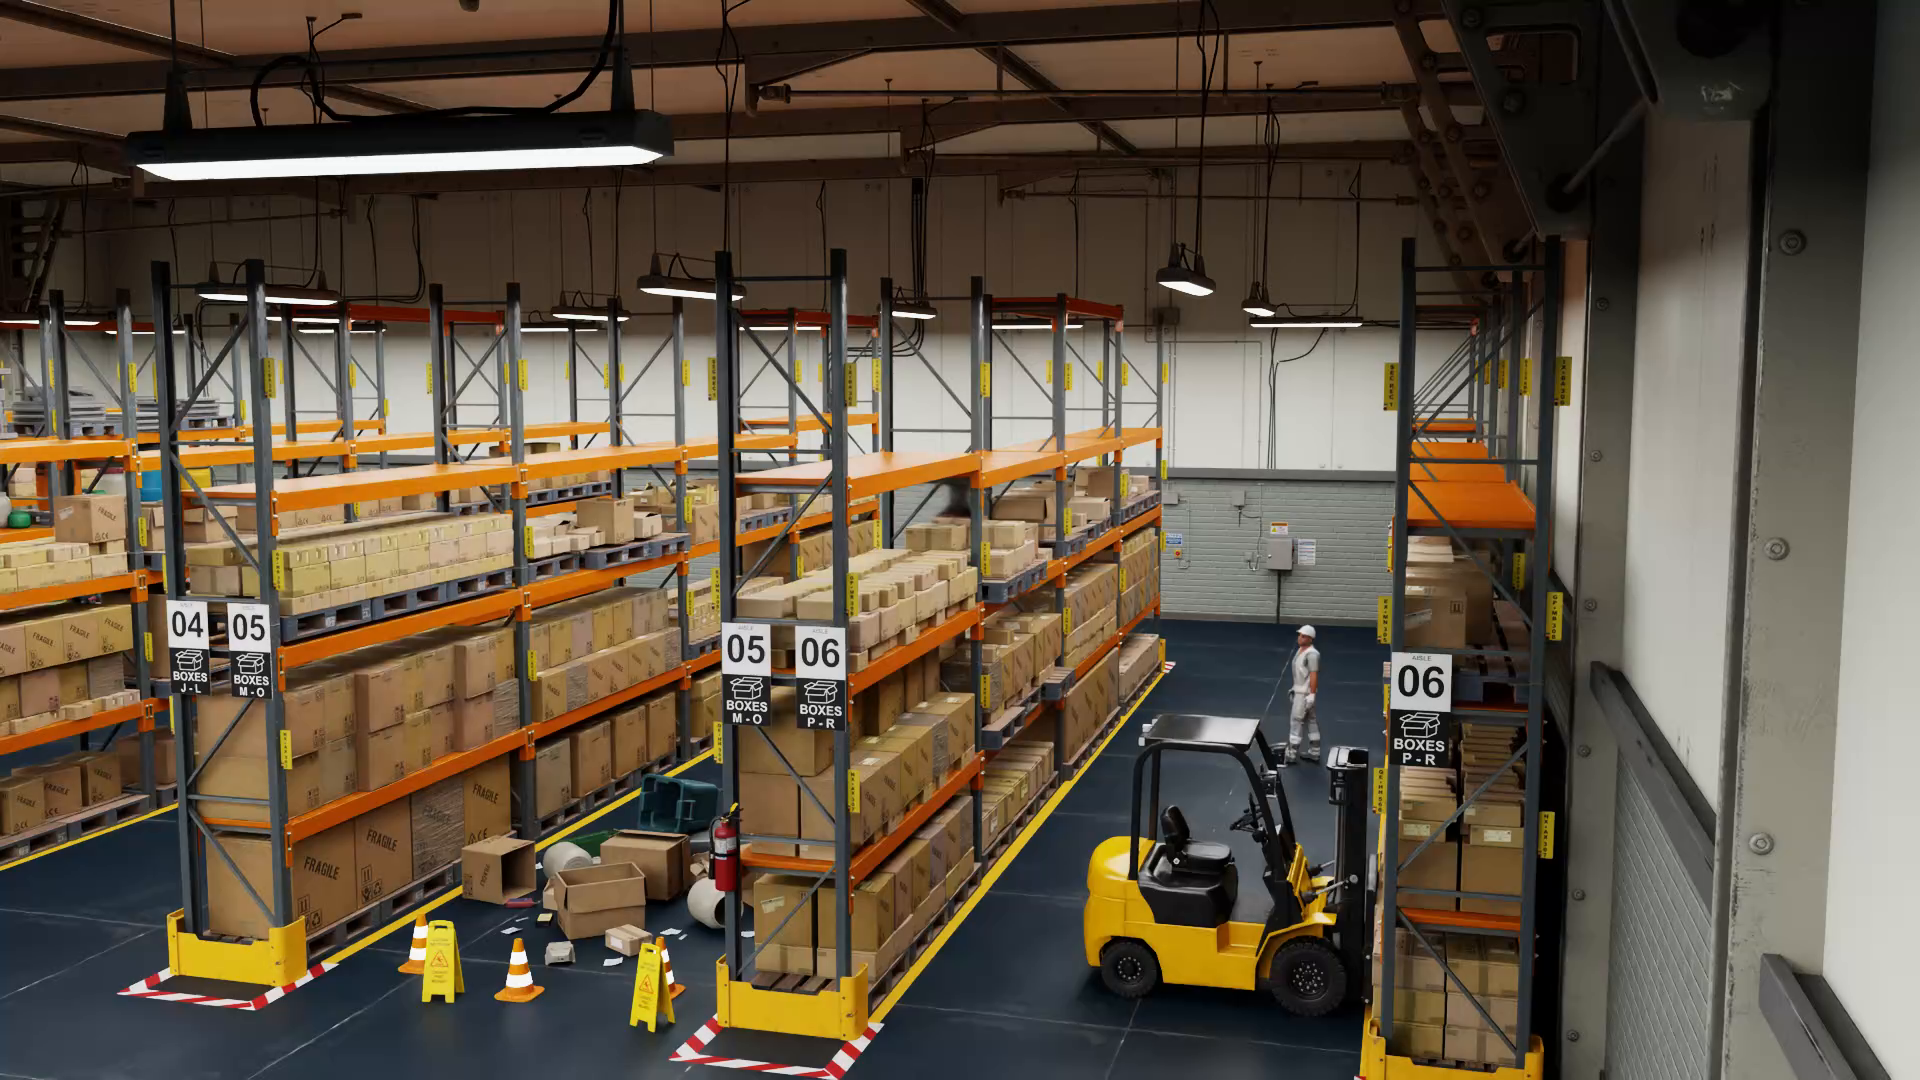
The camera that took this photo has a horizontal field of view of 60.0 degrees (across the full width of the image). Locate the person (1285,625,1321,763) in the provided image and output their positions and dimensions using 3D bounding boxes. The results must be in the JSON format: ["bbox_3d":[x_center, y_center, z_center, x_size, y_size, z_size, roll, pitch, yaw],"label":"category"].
[{"bbox_3d":[4.398,1.993,21.672,0.626,1.779,0.604,1,6,13],"label":"person"}]
